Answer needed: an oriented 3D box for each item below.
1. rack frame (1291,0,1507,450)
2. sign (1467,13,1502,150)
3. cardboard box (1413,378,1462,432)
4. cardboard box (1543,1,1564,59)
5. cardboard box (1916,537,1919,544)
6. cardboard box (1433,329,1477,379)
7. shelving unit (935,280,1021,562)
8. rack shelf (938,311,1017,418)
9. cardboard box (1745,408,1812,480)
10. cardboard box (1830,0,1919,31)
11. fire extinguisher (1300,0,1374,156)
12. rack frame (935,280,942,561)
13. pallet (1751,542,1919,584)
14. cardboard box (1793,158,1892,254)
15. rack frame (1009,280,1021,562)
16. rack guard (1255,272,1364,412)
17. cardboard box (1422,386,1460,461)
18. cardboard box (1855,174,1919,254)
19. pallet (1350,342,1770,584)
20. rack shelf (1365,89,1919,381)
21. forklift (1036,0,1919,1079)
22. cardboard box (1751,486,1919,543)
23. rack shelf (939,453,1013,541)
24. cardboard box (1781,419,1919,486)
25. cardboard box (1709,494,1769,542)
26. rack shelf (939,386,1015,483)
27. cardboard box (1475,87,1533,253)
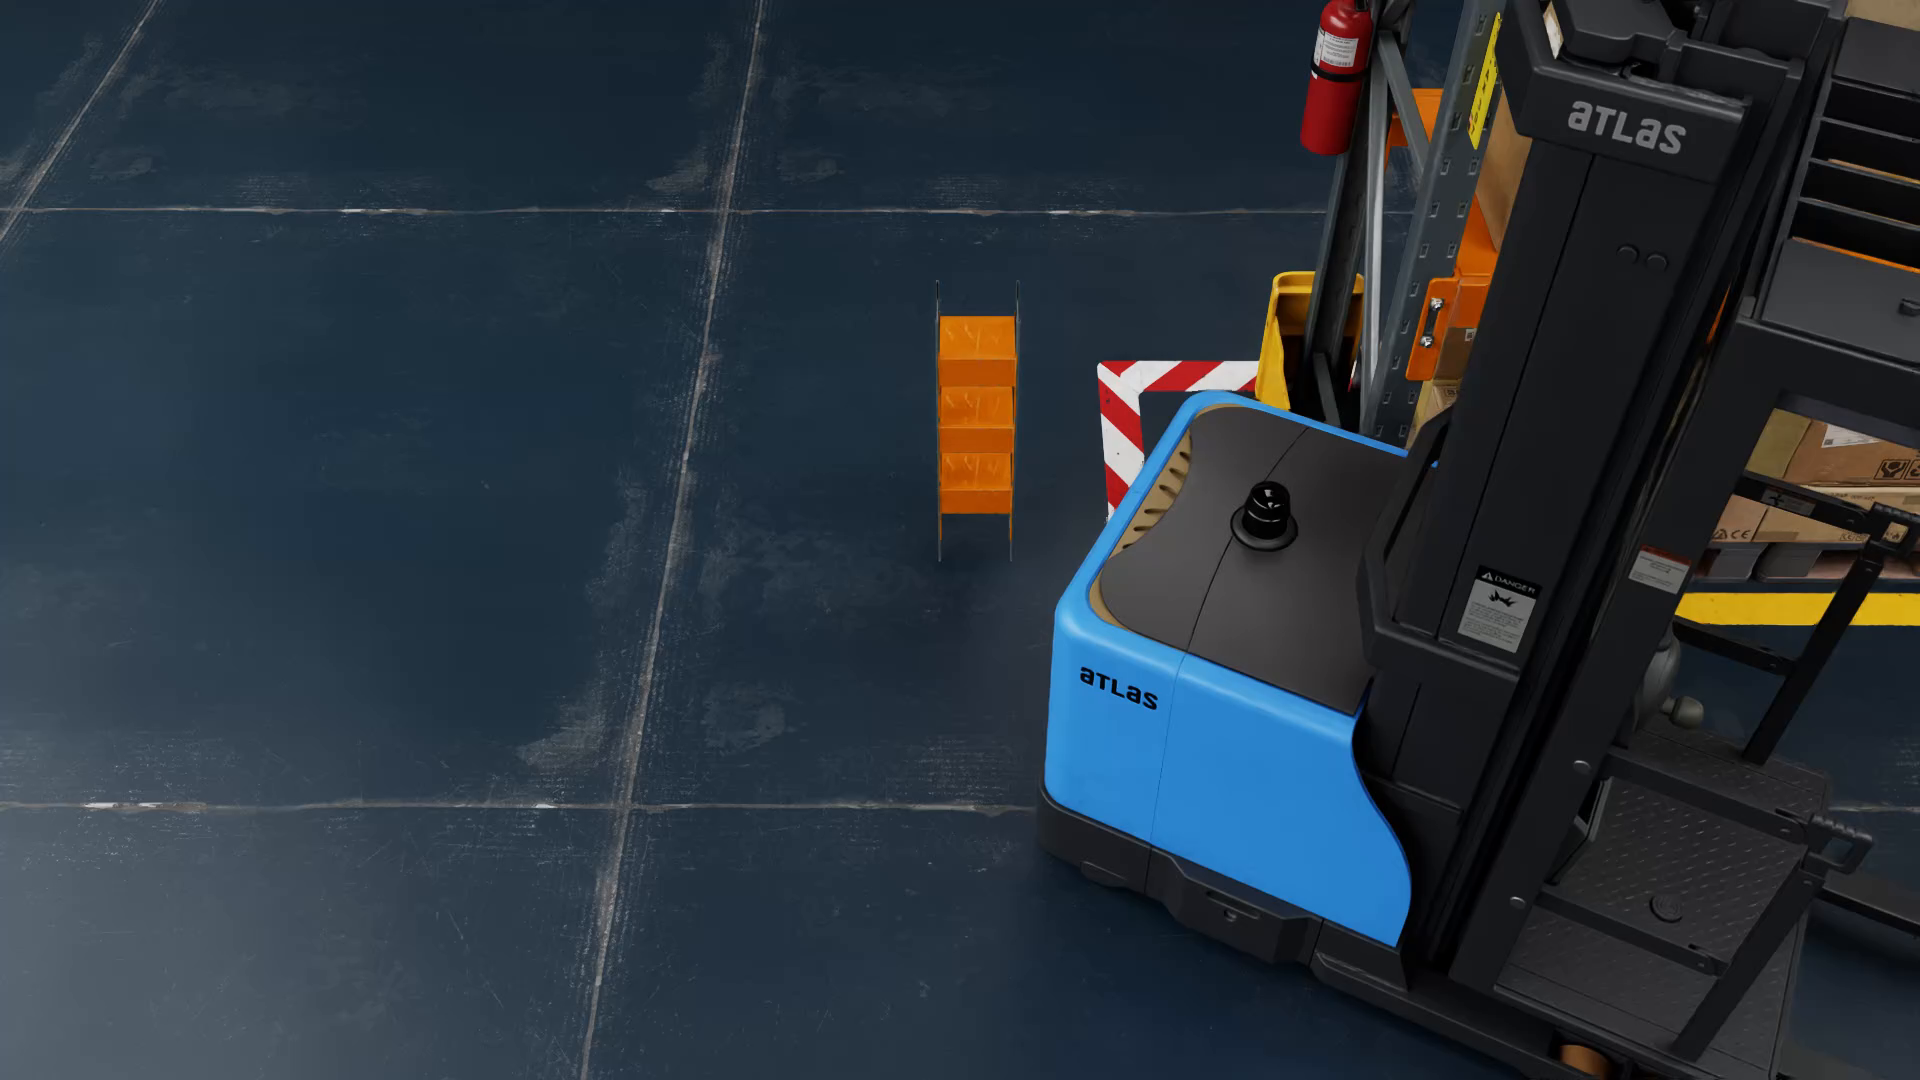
[{"bbox_3d":[1.309,-1.214,4.831,0.127,3.000,1.000,0,47,0],"label":"rack frame"},{"bbox_3d":[1.301,-1.130,4.107,0.005,0.325,0.100,0,47,0],"label":"sign"},{"bbox_3d":[1.846,-0.635,5.884,0.500,0.250,0.500,0,47,0],"label":"cardboard box"},{"bbox_3d":[1.700,-1.310,4.409,0.250,0.149,0.380,0,47,0],"label":"cardboard box"},{"bbox_3d":[3.344,-0.251,5.526,0.500,0.250,0.500,0,47,0],"label":"cardboard box"},{"bbox_3d":[1.846,-0.892,5.610,0.500,0.500,0.500,0,47,0],"label":"cardboard box"},{"bbox_3d":[0.054,-0.358,5.366,0.252,1.050,0.215,0,47,0],"label":"shelving unit"},{"bbox_3d":[0.054,-0.544,5.166,0.240,0.259,0.215,0,47,0],"label":"rack shelf"},{"bbox_3d":[2.344,-0.512,5.256,0.500,0.500,0.500,0,47,0],"label":"cardboard box"},{"bbox_3d":[2.354,-1.682,4.312,0.500,0.500,0.700,-1,47,-1],"label":"cardboard box"},{"bbox_3d":[1.192,-1.528,5.176,0.183,0.674,0.296,0,47,0],"label":"fire extinguisher"},{"bbox_3d":[-0.068,-0.358,5.366,0.008,1.050,0.200,0,47,0],"label":"rack frame"},{"bbox_3d":[3.291,-0.287,5.873,1.213,0.211,1.003,0,47,0],"label":"pallet"},{"bbox_3d":[2.301,-1.240,4.786,0.500,0.500,0.700,1,47,1],"label":"cardboard box"},{"bbox_3d":[0.176,-0.357,5.365,0.008,1.050,0.200,0,47,0],"label":"rack frame"},{"bbox_3d":[1.285,-0.362,5.746,0.348,0.500,1.175,0,47,0],"label":"rack guard"},{"bbox_3d":[1.844,-0.256,5.531,0.500,0.250,0.500,0,47,0],"label":"cardboard box"},{"bbox_3d":[2.797,-1.234,4.781,0.500,0.500,0.700,0,47,0],"label":"cardboard box"},{"bbox_3d":[2.074,-0.293,5.878,1.213,0.211,1.003,0,47,0],"label":"pallet"},{"bbox_3d":[3.309,-0.964,5.089,4.000,0.370,1.077,0,47,0],"label":"rack shelf"},{"bbox_3d":[1.772,0.096,3.658,3.031,2.935,1.130,21,50,18],"label":"forklift"},{"bbox_3d":[2.844,-0.256,5.530,0.500,0.250,0.500,0,47,0],"label":"cardboard box"},{"bbox_3d":[0.054,-0.161,5.577,0.240,0.259,0.215,0,47,0],"label":"rack shelf"},{"bbox_3d":[2.844,-0.520,5.264,0.500,0.500,0.500,0,47,0],"label":"cardboard box"},{"bbox_3d":[2.344,-0.257,5.532,0.500,0.250,0.500,0,47,0],"label":"cardboard box"},{"bbox_3d":[0.054,-0.350,5.373,0.240,0.259,0.215,0,47,0],"label":"rack shelf"},{"bbox_3d":[1.776,-1.237,4.784,0.500,0.500,0.700,0,47,0],"label":"cardboard box"}]
